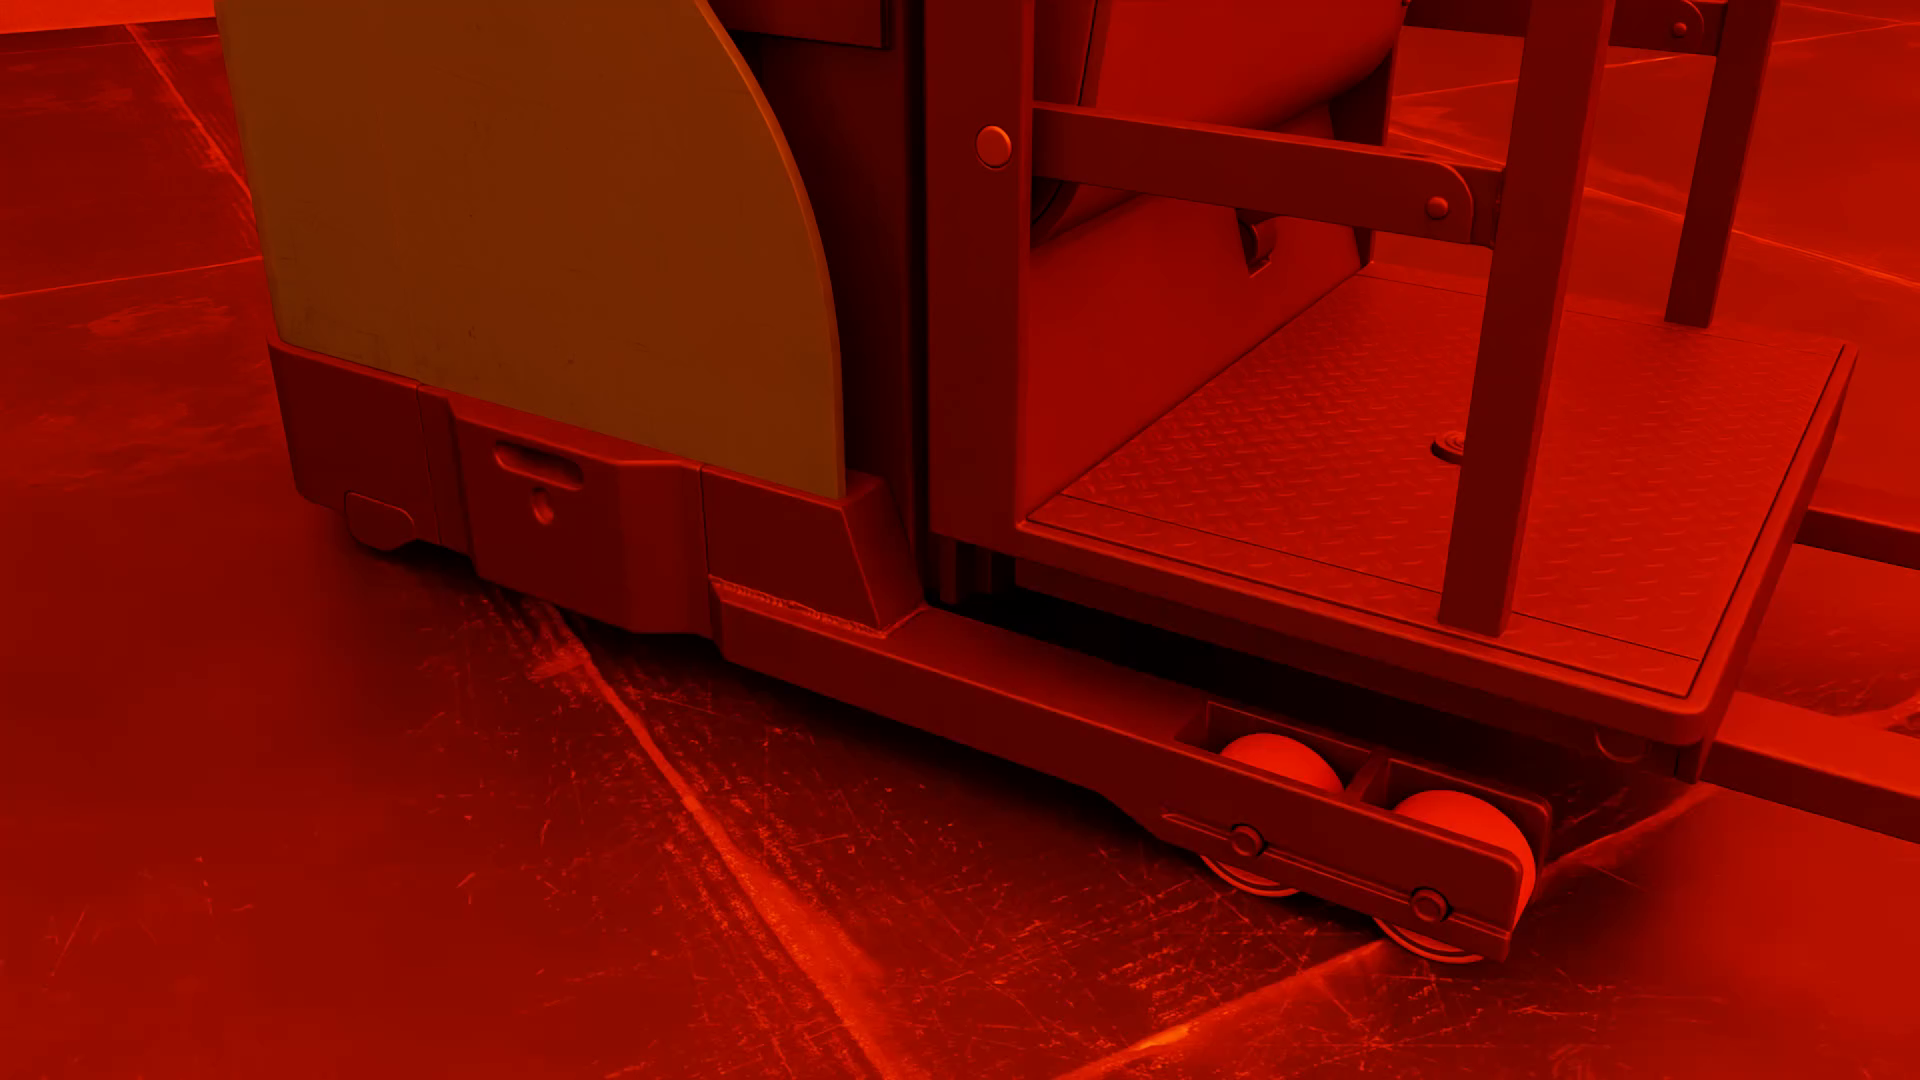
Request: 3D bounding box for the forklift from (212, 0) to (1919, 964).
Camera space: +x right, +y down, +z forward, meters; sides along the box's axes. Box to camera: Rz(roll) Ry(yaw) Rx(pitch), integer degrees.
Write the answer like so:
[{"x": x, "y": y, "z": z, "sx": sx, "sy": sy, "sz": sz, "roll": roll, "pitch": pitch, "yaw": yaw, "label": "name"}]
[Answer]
[{"x": 0.517, "y": -1.160, "z": 1.547, "sx": 3.031, "sy": 2.935, "sz": 1.130, "roll": 16, "pitch": 31, "yaw": 28, "label": "forklift"}]
